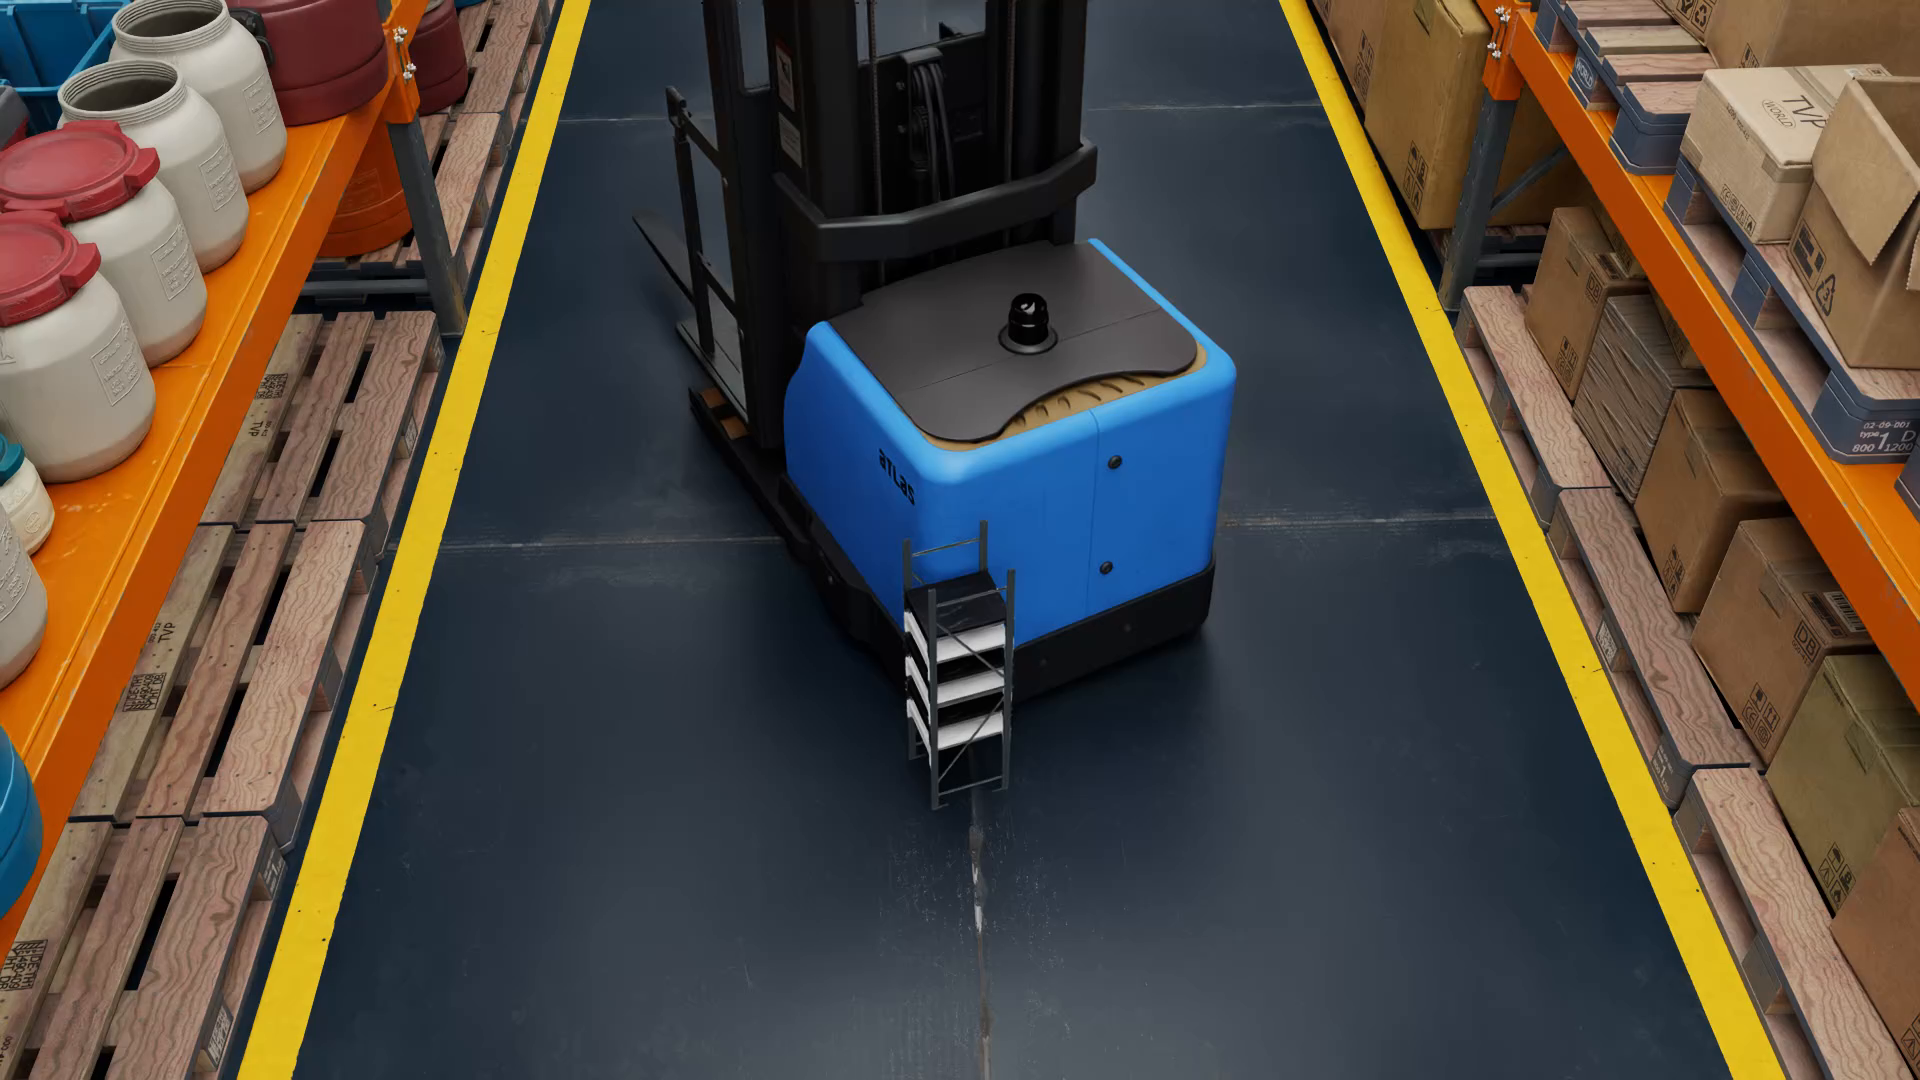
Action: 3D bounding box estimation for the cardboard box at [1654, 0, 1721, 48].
[{"bbox_3d":[2.527,-1.910,5.229,0.500,0.500,0.500,-6,43,-7],"label":"cardboard box"}]

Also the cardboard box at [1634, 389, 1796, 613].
[{"bbox_3d":[2.580,-0.114,5.179,0.700,0.500,0.500,2,43,2],"label":"cardboard box"}]

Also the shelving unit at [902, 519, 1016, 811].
[{"bbox_3d":[-0.004,0.369,4.681,0.258,0.900,0.210,-14,44,-15],"label":"shelving unit"}]

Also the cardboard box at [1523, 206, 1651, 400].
[{"bbox_3d":[2.513,-0.871,6.004,0.700,0.500,0.500,-4,43,-4],"label":"cardboard box"}]

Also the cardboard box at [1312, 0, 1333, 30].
[{"bbox_3d":[2.381,-3.119,8.194,1.225,0.875,0.875,-3,43,-3],"label":"cardboard box"}]

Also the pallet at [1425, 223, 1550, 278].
[{"bbox_3d":[2.506,-1.588,7.326,1.003,0.211,1.213,-2,43,-2],"label":"pallet"}]

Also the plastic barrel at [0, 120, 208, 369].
[{"bbox_3d":[-2.185,-0.729,4.225,0.433,0.535,0.433,0,43,0],"label":"plastic barrel"}]

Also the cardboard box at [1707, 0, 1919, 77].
[{"bbox_3d":[2.651,-1.536,4.821,0.700,0.500,0.500,4,43,5],"label":"cardboard box"}]

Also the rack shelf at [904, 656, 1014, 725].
[{"bbox_3d":[-0.004,0.394,4.703,0.258,0.077,0.200,-14,44,-15],"label":"rack shelf"}]

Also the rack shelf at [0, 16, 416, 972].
[{"bbox_3d":[-2.399,-0.324,4.416,1.077,0.370,4.000,-2,43,-2],"label":"rack shelf"}]

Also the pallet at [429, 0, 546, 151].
[{"bbox_3d":[-2.608,-2.264,8.064,1.003,0.211,1.213,-2,43,-2],"label":"pallet"}]

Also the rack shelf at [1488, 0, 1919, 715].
[{"bbox_3d":[2.549,-0.466,4.571,1.077,0.370,4.000,-2,43,-2],"label":"rack shelf"}]

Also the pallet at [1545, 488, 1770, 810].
[{"bbox_3d":[2.545,0.295,5.272,1.003,0.211,1.213,-2,43,-2],"label":"pallet"}]

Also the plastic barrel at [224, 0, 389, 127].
[{"bbox_3d":[-2.162,-1.685,5.268,0.600,0.536,0.708,-2,43,-2],"label":"plastic barrel"}]

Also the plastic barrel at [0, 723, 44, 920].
[{"bbox_3d":[-2.028,0.306,2.825,0.600,0.901,0.708,-2,43,-2],"label":"plastic barrel"}]

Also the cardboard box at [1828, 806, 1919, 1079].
[{"bbox_3d":[2.630,0.963,4.004,0.700,0.500,0.500,-5,43,-5],"label":"cardboard box"}]

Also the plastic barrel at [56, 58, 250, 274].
[{"bbox_3d":[-2.209,-1.008,4.547,0.421,0.512,0.421,0,43,0],"label":"plastic barrel"}]

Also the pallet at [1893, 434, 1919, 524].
[{"bbox_3d":[2.747,0.169,3.487,1.003,0.211,1.213,-2,43,-2],"label":"pallet"}]

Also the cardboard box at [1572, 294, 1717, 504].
[{"bbox_3d":[2.549,-0.497,5.596,0.700,0.500,0.500,-5,43,-5],"label":"cardboard box"}]

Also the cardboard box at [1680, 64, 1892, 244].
[{"bbox_3d":[2.306,-1.043,4.468,0.500,0.250,0.500,-3,43,-3],"label":"cardboard box"}]

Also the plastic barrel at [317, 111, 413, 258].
[{"bbox_3d":[-2.522,-1.624,6.597,0.600,0.830,0.708,-2,43,-2],"label":"plastic barrel"}]

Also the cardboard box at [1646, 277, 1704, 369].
[{"bbox_3d":[2.556,-0.790,5.361,0.500,0.250,0.500,3,43,3],"label":"cardboard box"}]

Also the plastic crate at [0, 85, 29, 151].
[{"bbox_3d":[-2.721,-0.864,4.425,0.402,0.464,0.583,-2,43,-2],"label":"plastic crate"}]

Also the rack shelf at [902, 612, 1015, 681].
[{"bbox_3d":[-0.004,0.261,4.581,0.258,0.077,0.200,-14,44,-15],"label":"rack shelf"}]

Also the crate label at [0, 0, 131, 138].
[{"bbox_3d":[-2.712,-1.274,4.894,0.502,0.435,0.616,-2,43,-2],"label":"crate label"}]

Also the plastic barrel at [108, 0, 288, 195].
[{"bbox_3d":[-2.227,-1.293,4.857,0.421,0.512,0.421,0,43,0],"label":"plastic barrel"}]

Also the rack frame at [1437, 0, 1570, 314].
[{"bbox_3d":[2.465,-2.082,5.801,1.000,3.000,0.127,-2,43,-2],"label":"rack frame"}]

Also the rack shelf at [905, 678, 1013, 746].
[{"bbox_3d":[-0.004,0.460,4.764,0.258,0.077,0.200,-14,44,-15],"label":"rack shelf"}]

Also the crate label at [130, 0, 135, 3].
[{"bbox_3d":[-2.841,-1.583,5.381,0.303,0.233,0.416,-2,43,-2],"label":"crate label"}]

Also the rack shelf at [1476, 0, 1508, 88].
[{"bbox_3d":[2.380,-3.167,7.517,1.077,0.370,4.000,-2,43,-2],"label":"rack shelf"}]

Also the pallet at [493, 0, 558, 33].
[{"bbox_3d":[-2.663,-3.090,8.965,1.003,0.211,1.213,-2,43,-2],"label":"pallet"}]

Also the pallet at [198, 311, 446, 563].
[{"bbox_3d":[-2.490,-0.388,6.017,1.003,0.211,1.213,-2,43,-2],"label":"pallet"}]

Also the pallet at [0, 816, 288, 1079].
[{"bbox_3d":[-2.386,1.260,4.220,1.003,0.211,1.213,-2,43,-2],"label":"pallet"}]

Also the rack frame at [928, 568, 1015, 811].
[{"bbox_3d":[0.031,0.434,4.610,0.240,0.900,0.006,-14,44,-15],"label":"rack frame"}]

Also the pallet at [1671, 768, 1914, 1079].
[{"bbox_3d":[2.600,1.121,4.371,1.003,0.211,1.213,-2,43,-2],"label":"pallet"}]

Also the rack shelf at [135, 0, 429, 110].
[{"bbox_3d":[-2.569,-3.025,7.362,1.077,0.370,4.000,-2,43,-2],"label":"rack shelf"}]

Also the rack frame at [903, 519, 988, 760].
[{"bbox_3d":[-0.039,0.305,4.751,0.240,0.900,0.006,-14,44,-15],"label":"rack frame"}]

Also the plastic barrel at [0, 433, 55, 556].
[{"bbox_3d":[-2.217,-0.086,3.726,0.301,0.262,0.301,0,43,0],"label":"plastic barrel"}]

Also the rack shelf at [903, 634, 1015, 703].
[{"bbox_3d":[-0.004,0.328,4.642,0.258,0.077,0.200,-14,44,-15],"label":"rack shelf"}]

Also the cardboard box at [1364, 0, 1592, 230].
[{"bbox_3d":[2.456,-1.920,6.886,1.225,0.875,0.875,-3,43,-4],"label":"cardboard box"}]

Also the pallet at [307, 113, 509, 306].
[{"bbox_3d":[-2.559,-1.443,7.168,1.003,0.211,1.213,-2,43,-2],"label":"pallet"}]

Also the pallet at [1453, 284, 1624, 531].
[{"bbox_3d":[2.496,-0.526,6.168,1.003,0.211,1.213,-2,43,-2],"label":"pallet"}]

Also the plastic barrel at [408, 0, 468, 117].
[{"bbox_3d":[-2.570,-2.298,7.511,0.600,0.588,0.708,-2,43,-2],"label":"plastic barrel"}]

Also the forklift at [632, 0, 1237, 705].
[{"bbox_3d":[-0.343,-1.503,5.221,1.130,2.935,3.031,-20,46,-21],"label":"forklift"}]

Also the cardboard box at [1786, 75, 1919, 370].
[{"bbox_3d":[2.468,-0.742,3.952,0.797,0.503,0.637,2,43,3],"label":"cardboard box"}]

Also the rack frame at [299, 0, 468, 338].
[{"bbox_3d":[-2.484,-1.940,5.646,1.000,3.000,0.127,-2,43,-2],"label":"rack frame"}]

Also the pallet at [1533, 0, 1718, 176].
[{"bbox_3d":[2.601,-1.533,5.345,1.213,0.211,1.003,-2,43,-2],"label":"pallet"}]

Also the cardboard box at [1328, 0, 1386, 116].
[{"bbox_3d":[2.426,-2.522,7.543,1.225,0.875,0.875,-2,43,-2],"label":"cardboard box"}]

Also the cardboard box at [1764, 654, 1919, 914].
[{"bbox_3d":[2.628,0.640,4.356,0.700,0.500,0.500,-2,43,-2],"label":"cardboard box"}]

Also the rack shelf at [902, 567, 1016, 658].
[{"bbox_3d":[-0.004,0.195,4.520,0.258,0.077,0.200,-14,44,-15],"label":"rack shelf"}]

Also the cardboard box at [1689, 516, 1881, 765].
[{"bbox_3d":[2.604,0.263,4.768,0.700,0.500,0.500,-5,43,-5],"label":"cardboard box"}]

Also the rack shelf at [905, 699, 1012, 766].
[{"bbox_3d":[-0.004,0.526,4.825,0.258,0.077,0.200,-14,44,-15],"label":"rack shelf"}]

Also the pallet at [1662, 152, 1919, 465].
[{"bbox_3d":[2.590,-0.676,4.409,1.003,0.211,1.213,-2,43,-2],"label":"pallet"}]

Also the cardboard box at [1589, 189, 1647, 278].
[{"bbox_3d":[2.523,-1.147,5.751,0.500,0.250,0.500,0,43,0],"label":"cardboard box"}]

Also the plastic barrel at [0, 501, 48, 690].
[{"bbox_3d":[-2.136,0.058,3.366,0.433,0.535,0.433,0,43,0],"label":"plastic barrel"}]

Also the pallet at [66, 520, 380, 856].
[{"bbox_3d":[-2.441,0.434,5.120,1.003,0.211,1.213,-2,43,-2],"label":"pallet"}]

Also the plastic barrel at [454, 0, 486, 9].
[{"bbox_3d":[-2.618,-3.176,8.237,0.600,0.901,0.708,-2,43,-2],"label":"plastic barrel"}]

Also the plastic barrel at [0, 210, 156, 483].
[{"bbox_3d":[-2.167,-0.437,3.906,0.433,0.535,0.433,0,43,0],"label":"plastic barrel"}]
